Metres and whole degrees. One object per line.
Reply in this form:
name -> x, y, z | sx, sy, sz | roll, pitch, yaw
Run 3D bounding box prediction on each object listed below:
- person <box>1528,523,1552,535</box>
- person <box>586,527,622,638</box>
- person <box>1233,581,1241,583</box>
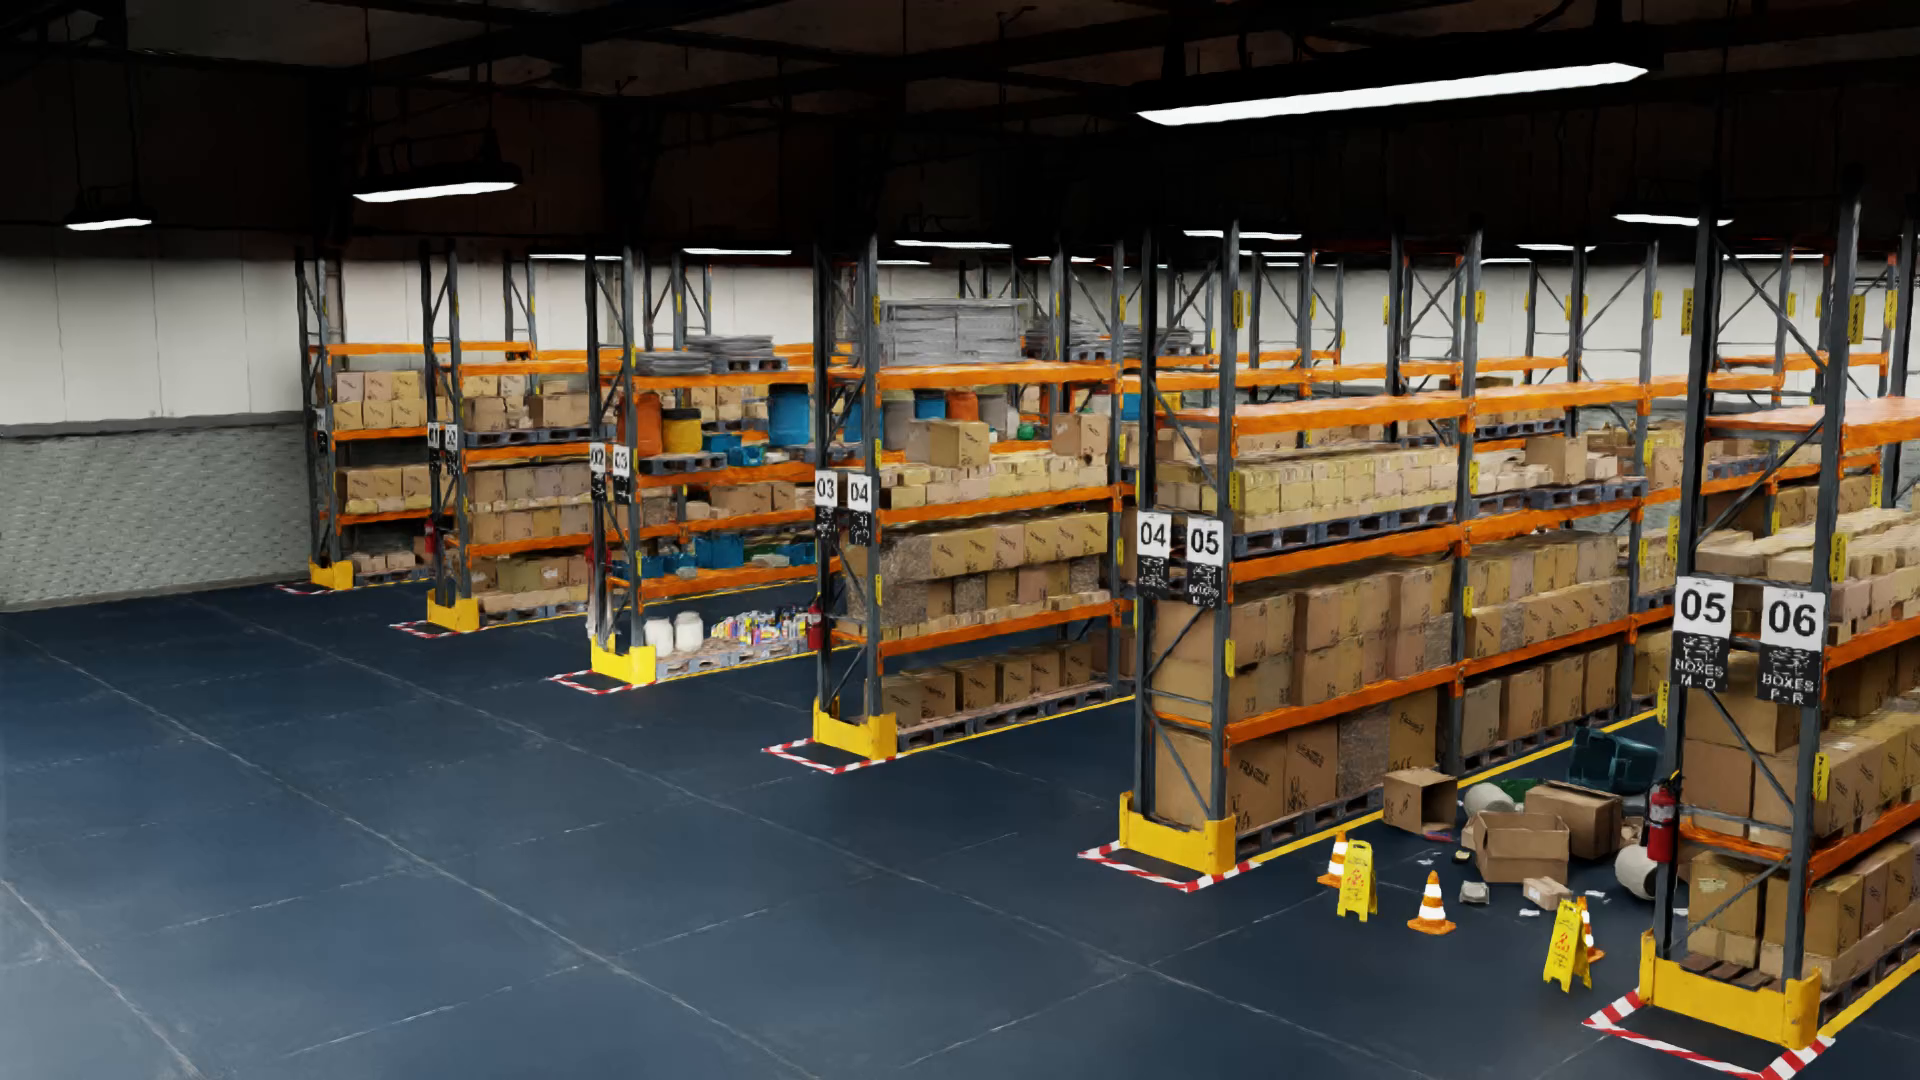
person -> 9.339, 0.424, 26.648 | 0.682, 1.715, 0.528 | 8, 12, 44
person -> -5.396, 0.621, 25.137 | 0.457, 1.733, 0.593 | 3, 9, 18
person -> 3.543, 1.273, 21.149 | 0.639, 1.610, 0.807 | 5, 10, 30
